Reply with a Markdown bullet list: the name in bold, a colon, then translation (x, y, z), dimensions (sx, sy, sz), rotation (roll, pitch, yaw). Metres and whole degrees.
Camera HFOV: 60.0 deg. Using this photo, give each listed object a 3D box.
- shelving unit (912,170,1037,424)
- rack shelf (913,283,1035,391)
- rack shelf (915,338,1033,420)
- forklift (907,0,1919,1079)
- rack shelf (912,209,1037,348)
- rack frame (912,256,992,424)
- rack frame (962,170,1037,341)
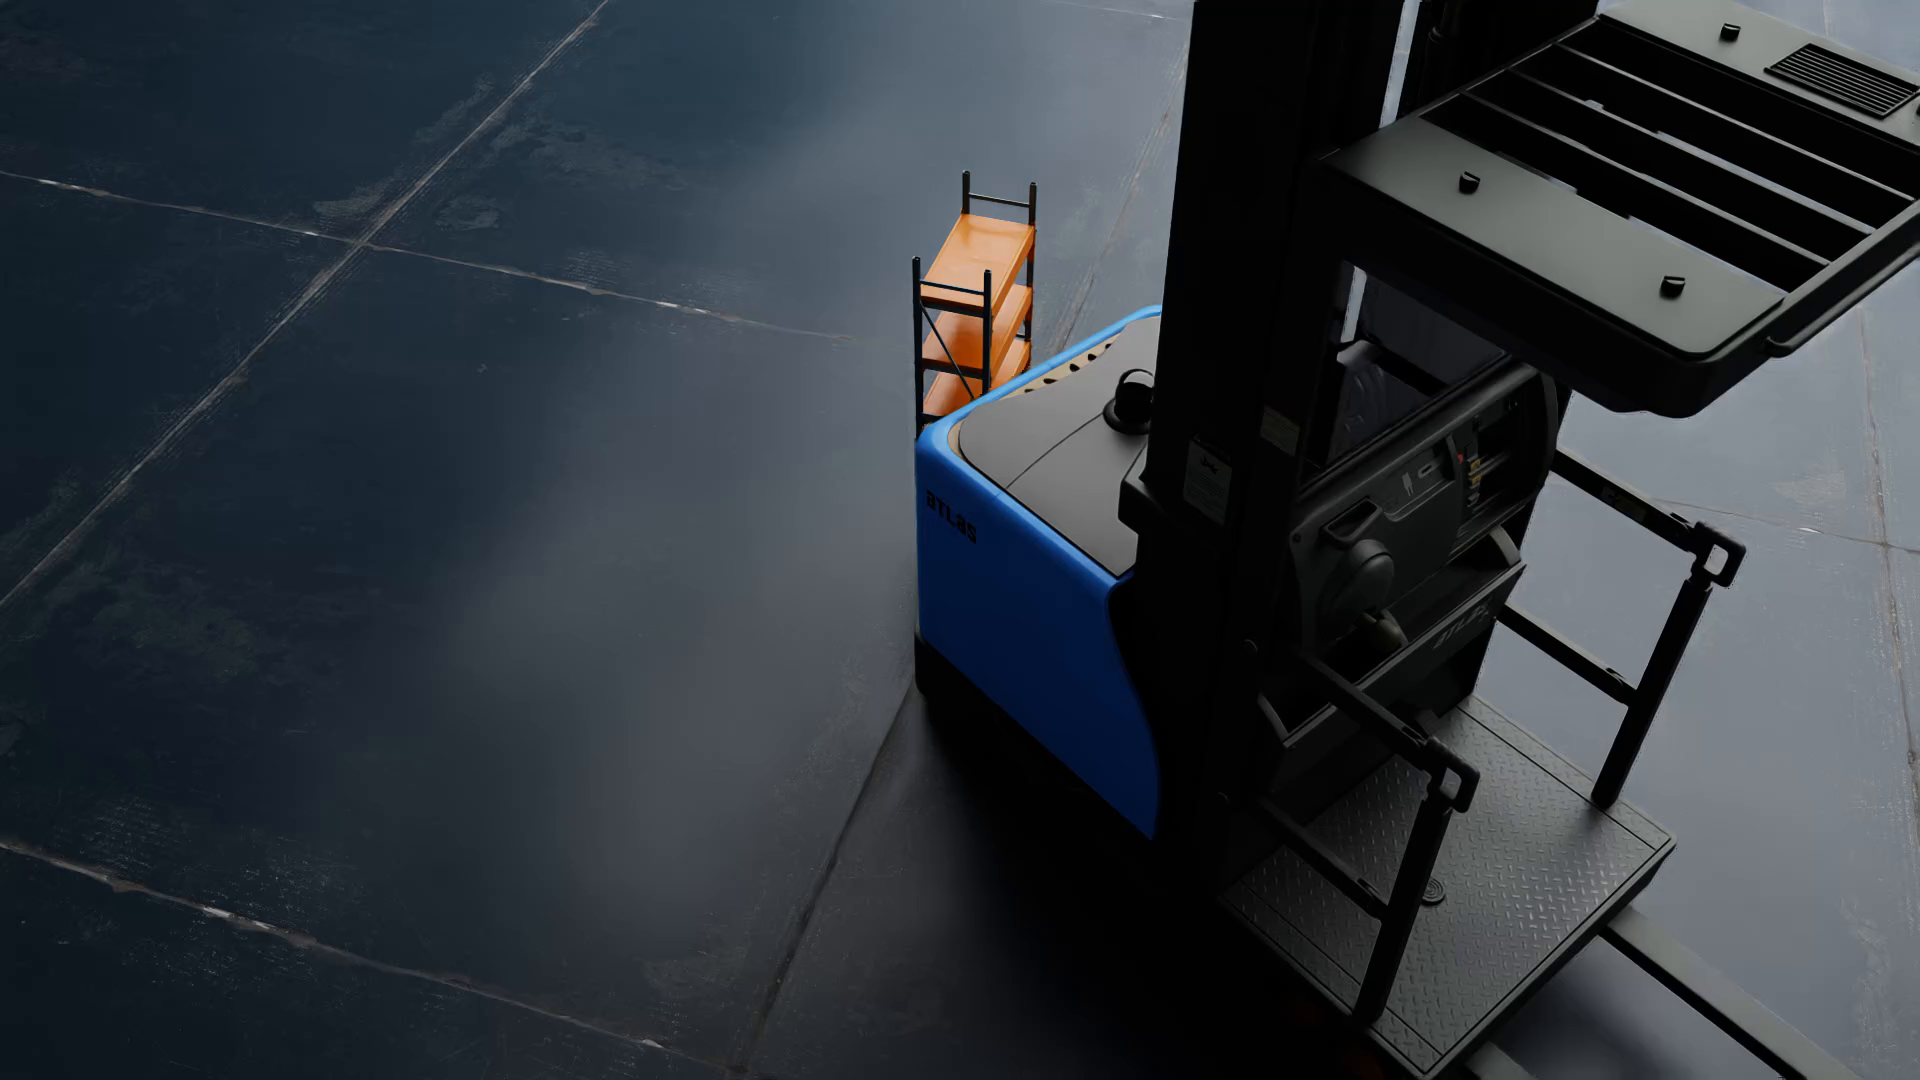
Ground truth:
- **shelving unit**: translation (0.050, -0.539, 5.443), dimensions (0.258, 1.200, 0.503), rotation (13, 46, 13)
- **rack shelf**: translation (0.050, -0.651, 5.334), dimensions (0.258, 0.148, 0.480), rotation (13, 46, 13)
- **rack shelf**: translation (0.050, -0.491, 5.490), dimensions (0.258, 0.148, 0.480), rotation (13, 46, 13)
- **forklift**: translation (1.178, -0.022, 3.677), dimensions (1.130, 2.935, 3.031), rotation (-31, 52, -28)
- **rack shelf**: translation (0.050, -0.820, 5.168), dimensions (0.258, 0.148, 0.480), rotation (13, 46, 13)
- **rack frame**: translation (-0.024, -0.377, 5.277), dimensions (0.240, 1.200, 0.015), rotation (13, 46, 13)
- **rack frame**: translation (0.124, -0.702, 5.609), dimensions (0.240, 1.200, 0.015), rotation (13, 46, 13)
